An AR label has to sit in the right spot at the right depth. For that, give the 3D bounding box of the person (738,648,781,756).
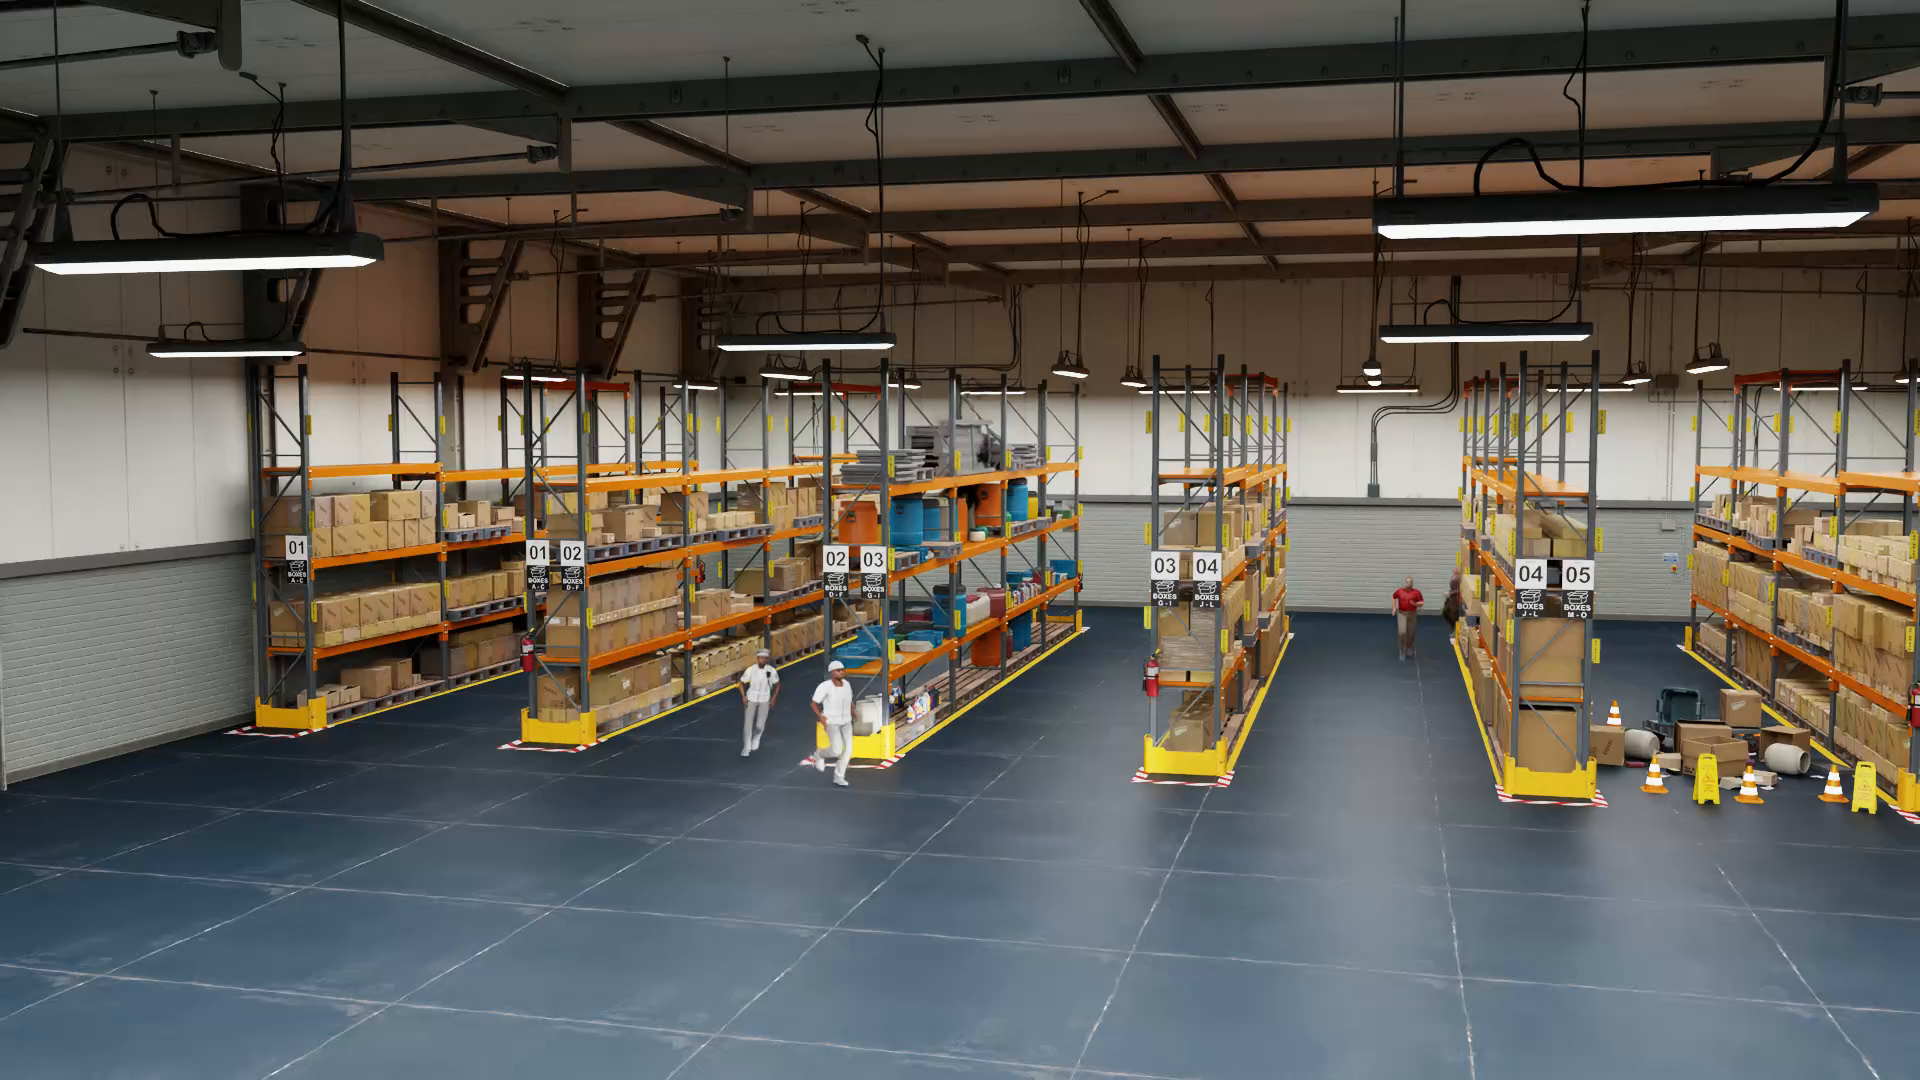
[{"bbox_3d":[-3.050,2.458,25.205,0.612,1.641,0.492,0,4,-5],"label":"person"}]

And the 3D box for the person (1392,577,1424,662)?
[{"bbox_3d":[9.583,1.687,35.607,0.639,1.793,0.815,1,4,9],"label":"person"}]

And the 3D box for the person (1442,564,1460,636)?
[{"bbox_3d":[11.707,1.429,39.284,0.633,1.747,0.706,0,4,-5],"label":"person"}]

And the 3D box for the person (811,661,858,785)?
[{"bbox_3d":[-1.742,2.546,23.285,0.714,1.728,0.664,-3,5,-39],"label":"person"}]
